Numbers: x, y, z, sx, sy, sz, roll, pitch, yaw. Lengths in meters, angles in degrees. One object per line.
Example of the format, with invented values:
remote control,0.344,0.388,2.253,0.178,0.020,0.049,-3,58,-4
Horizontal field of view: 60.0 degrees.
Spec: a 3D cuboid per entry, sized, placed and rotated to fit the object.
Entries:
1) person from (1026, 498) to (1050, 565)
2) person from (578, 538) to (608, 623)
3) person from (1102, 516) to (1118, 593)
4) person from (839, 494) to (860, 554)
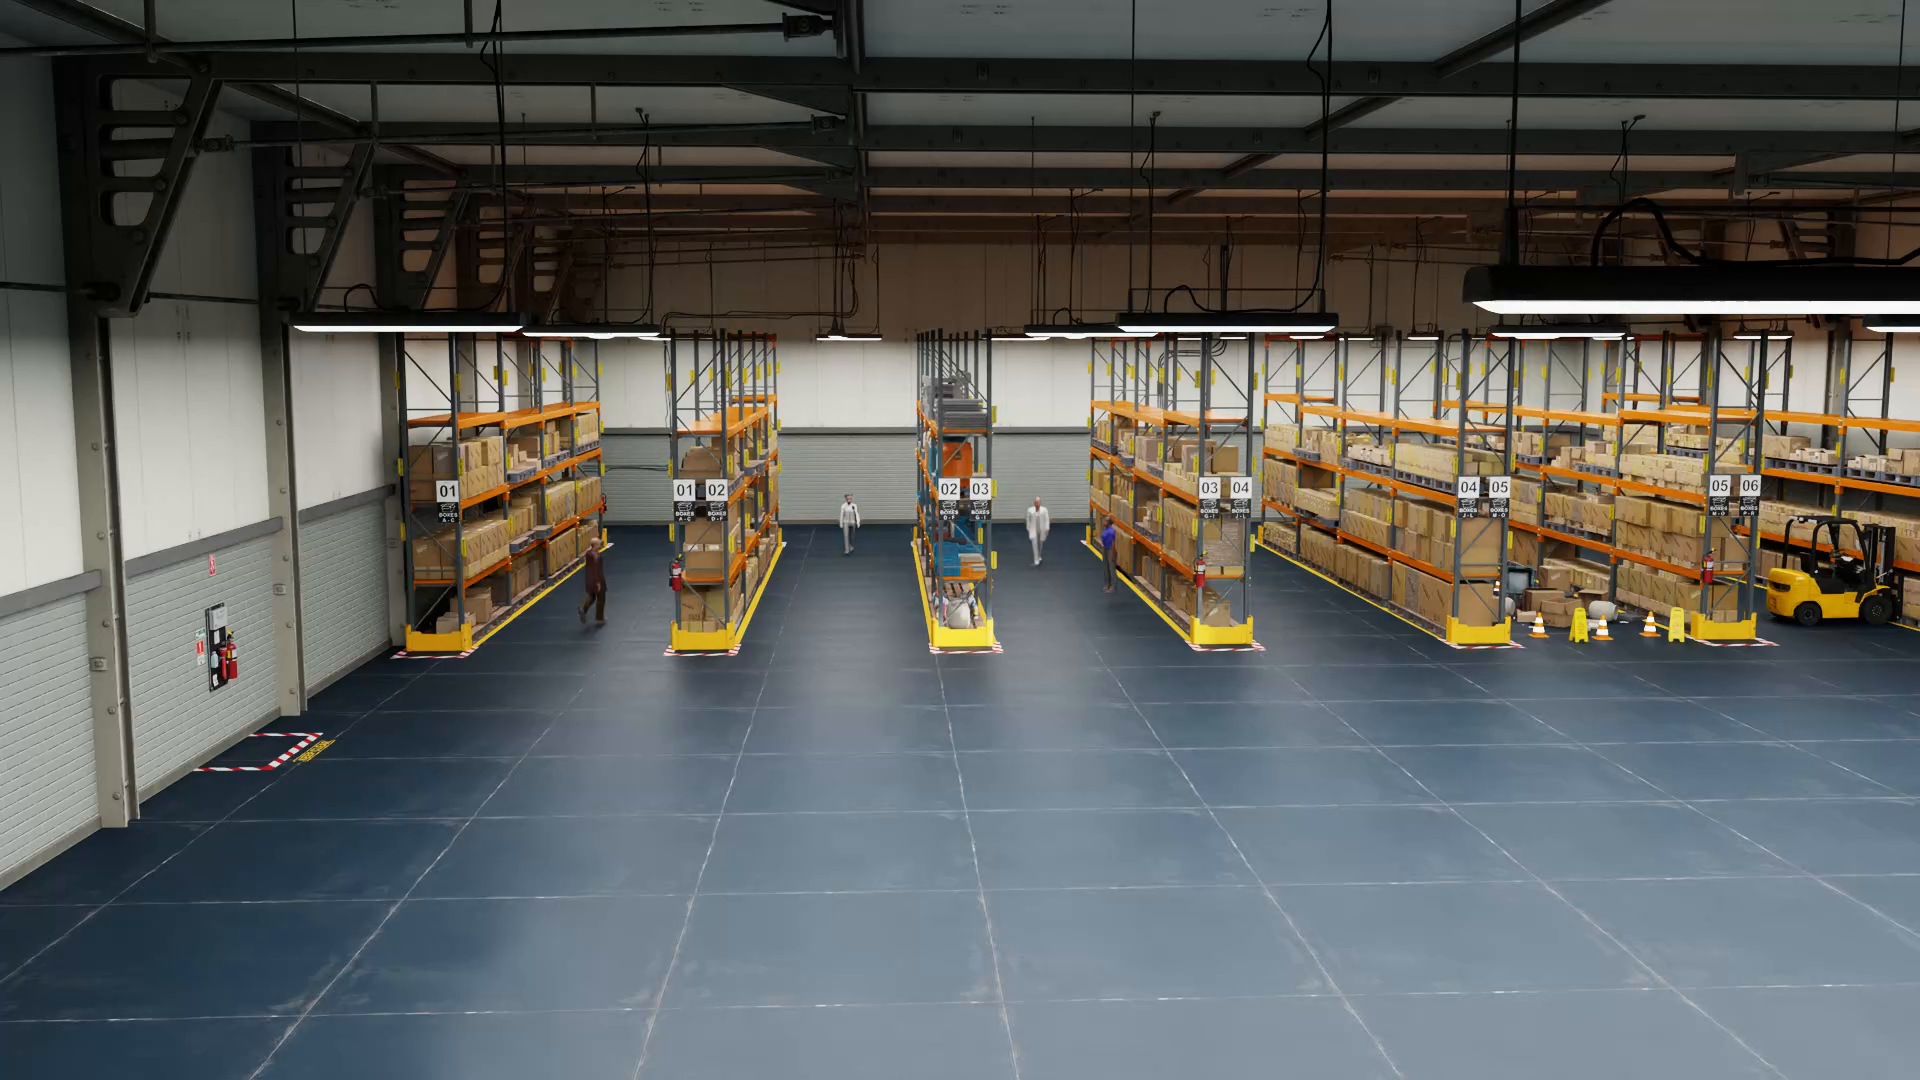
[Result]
person,2.033,-0.243,43.166,0.585,1.724,1.117,-1,7,-5
person,-7.509,0.930,33.968,0.545,1.574,0.779,4,8,30
person,3.261,0.307,36.484,0.368,1.669,0.444,-4,8,-29
person,-3.028,-0.458,45.537,0.545,1.622,0.996,-1,7,-6
